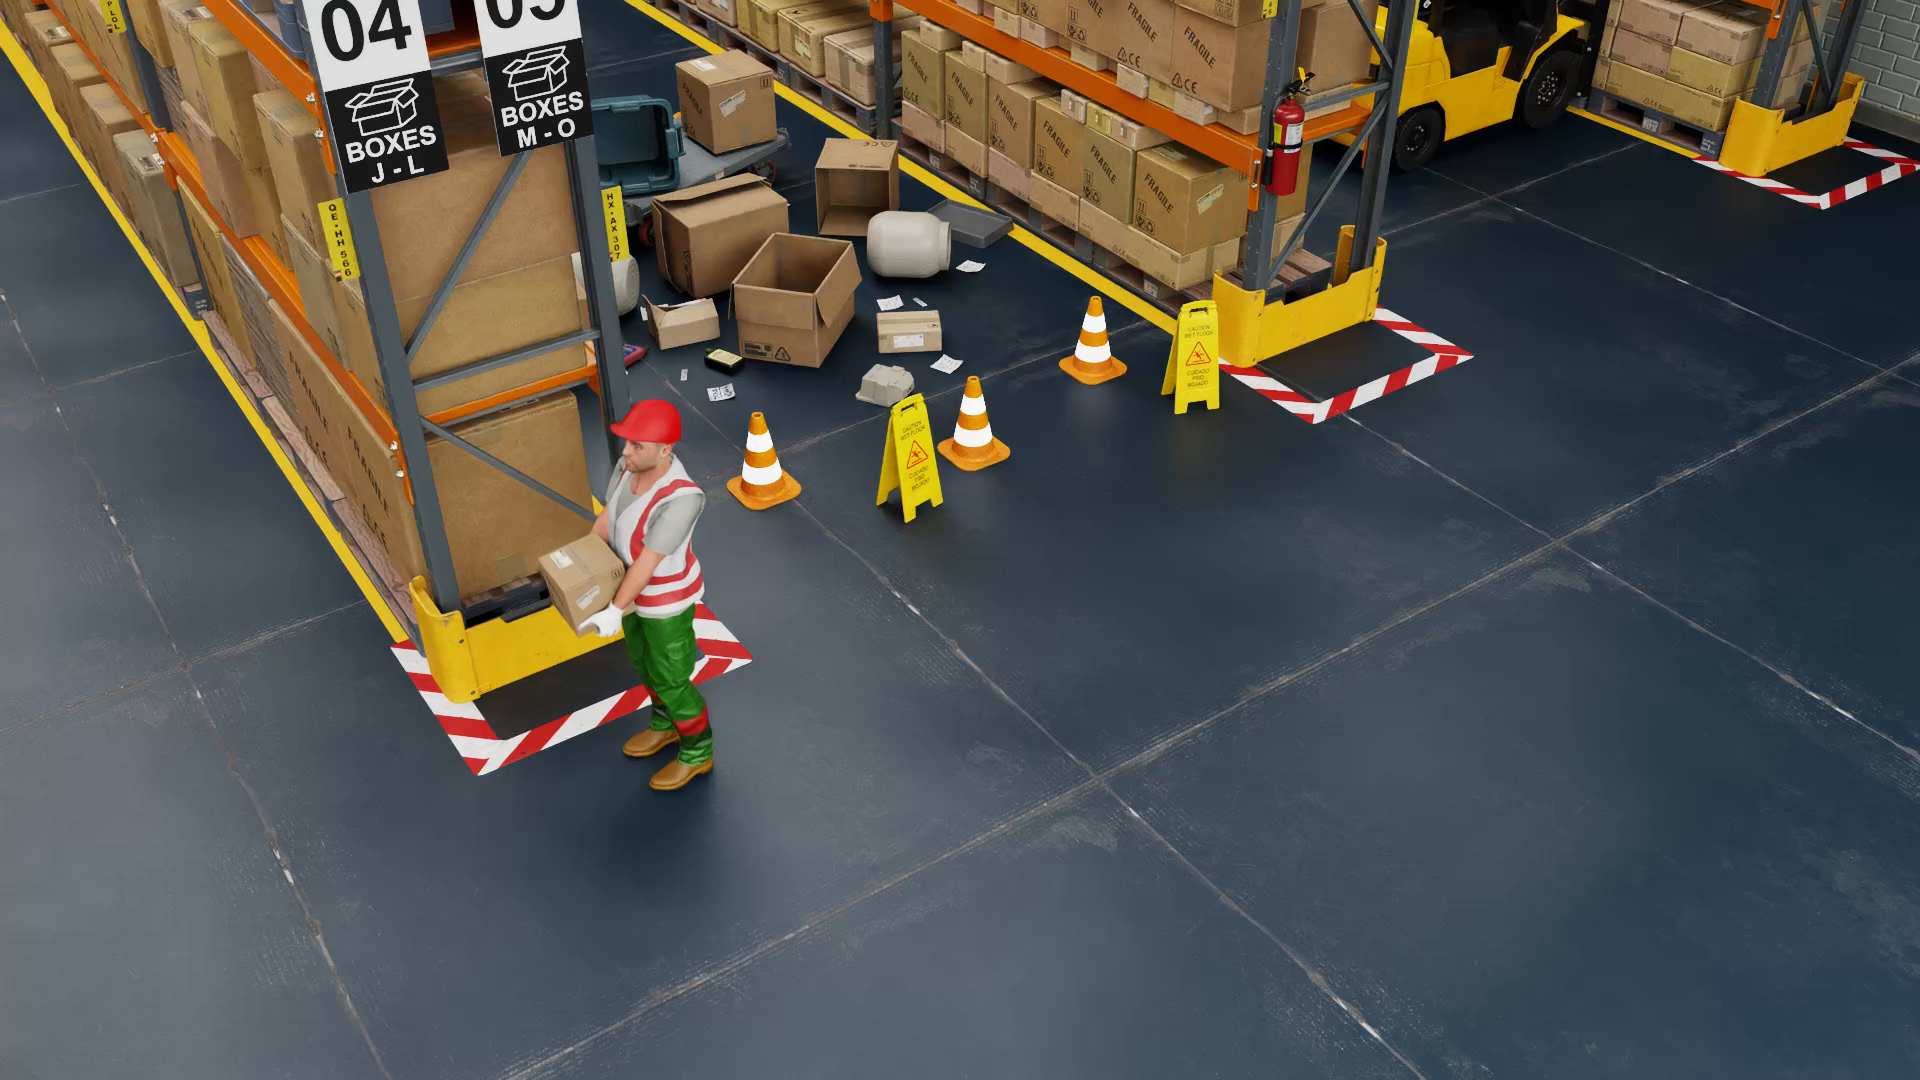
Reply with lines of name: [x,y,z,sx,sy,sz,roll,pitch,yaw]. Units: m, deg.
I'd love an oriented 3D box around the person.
person: [-1.296,0.257,6.633,0.568,1.783,0.494,-22,41,-27]
